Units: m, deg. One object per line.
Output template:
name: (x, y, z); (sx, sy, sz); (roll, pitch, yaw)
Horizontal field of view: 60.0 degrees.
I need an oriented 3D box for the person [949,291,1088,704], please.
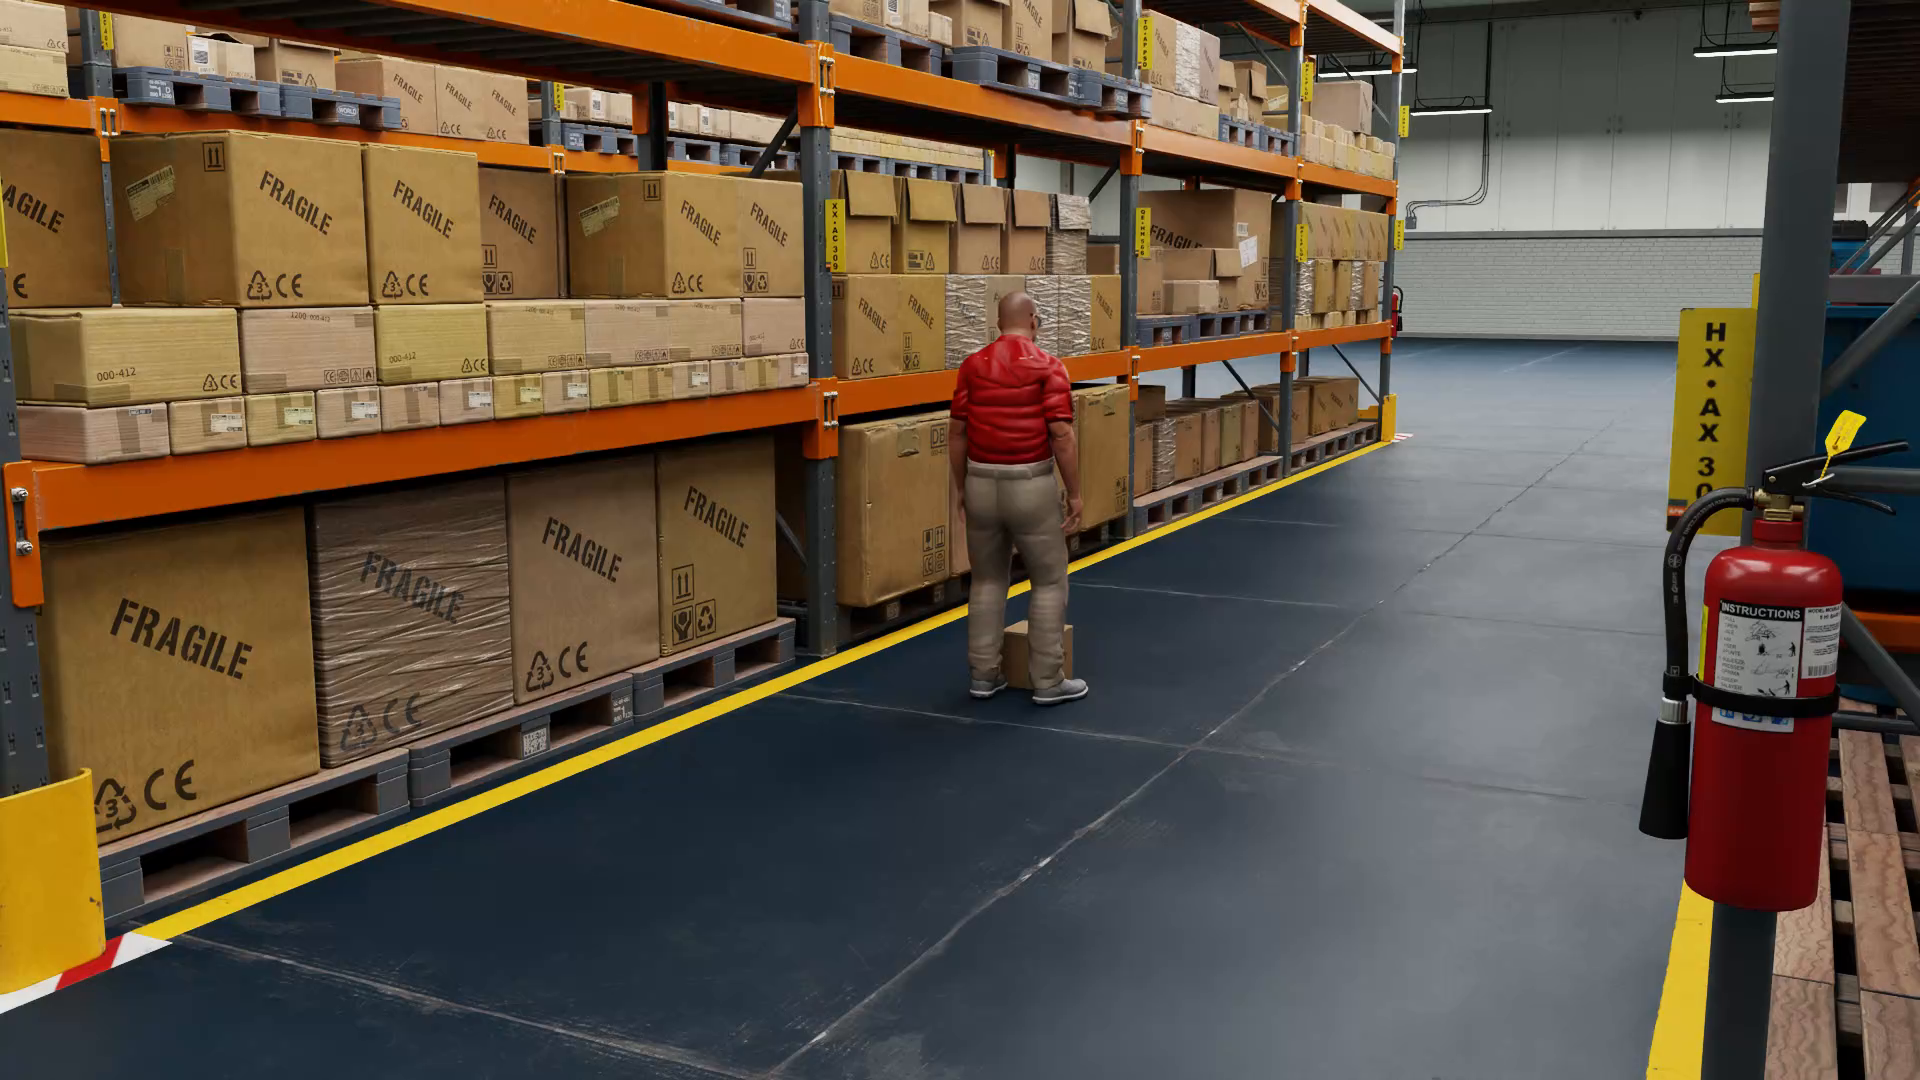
person: (0.236, -0.181, 7.051); (0.585, 1.727, 0.392); (4, 10, 26)
